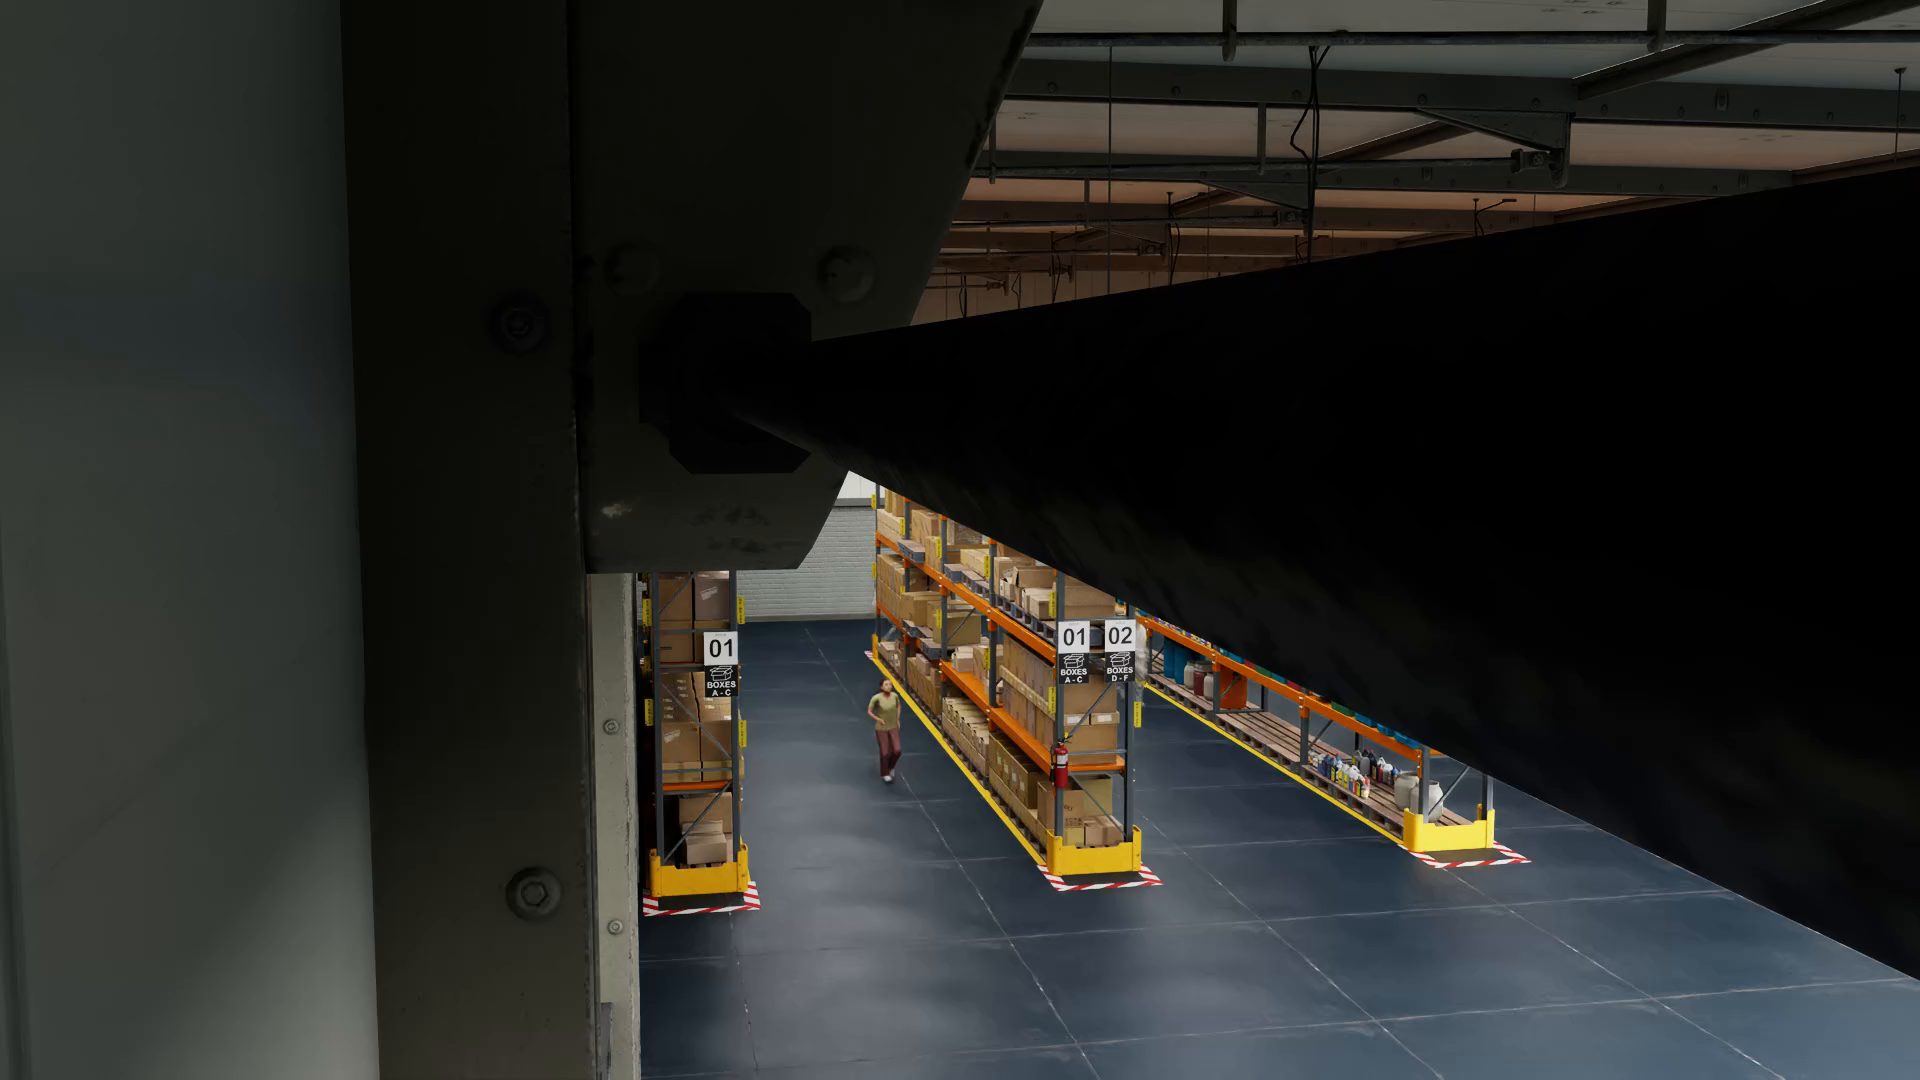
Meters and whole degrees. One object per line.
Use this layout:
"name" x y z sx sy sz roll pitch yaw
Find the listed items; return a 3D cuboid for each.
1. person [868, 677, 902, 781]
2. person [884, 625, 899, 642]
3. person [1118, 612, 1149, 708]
"person" -1.123 2.902 25.449 0.578 1.630 0.529 -2 6 -20
"person" -1.370 1.674 37.763 0.766 1.633 0.542 1 6 8
"person" 3.267 2.231 31.412 0.665 1.775 0.880 -2 6 -20
